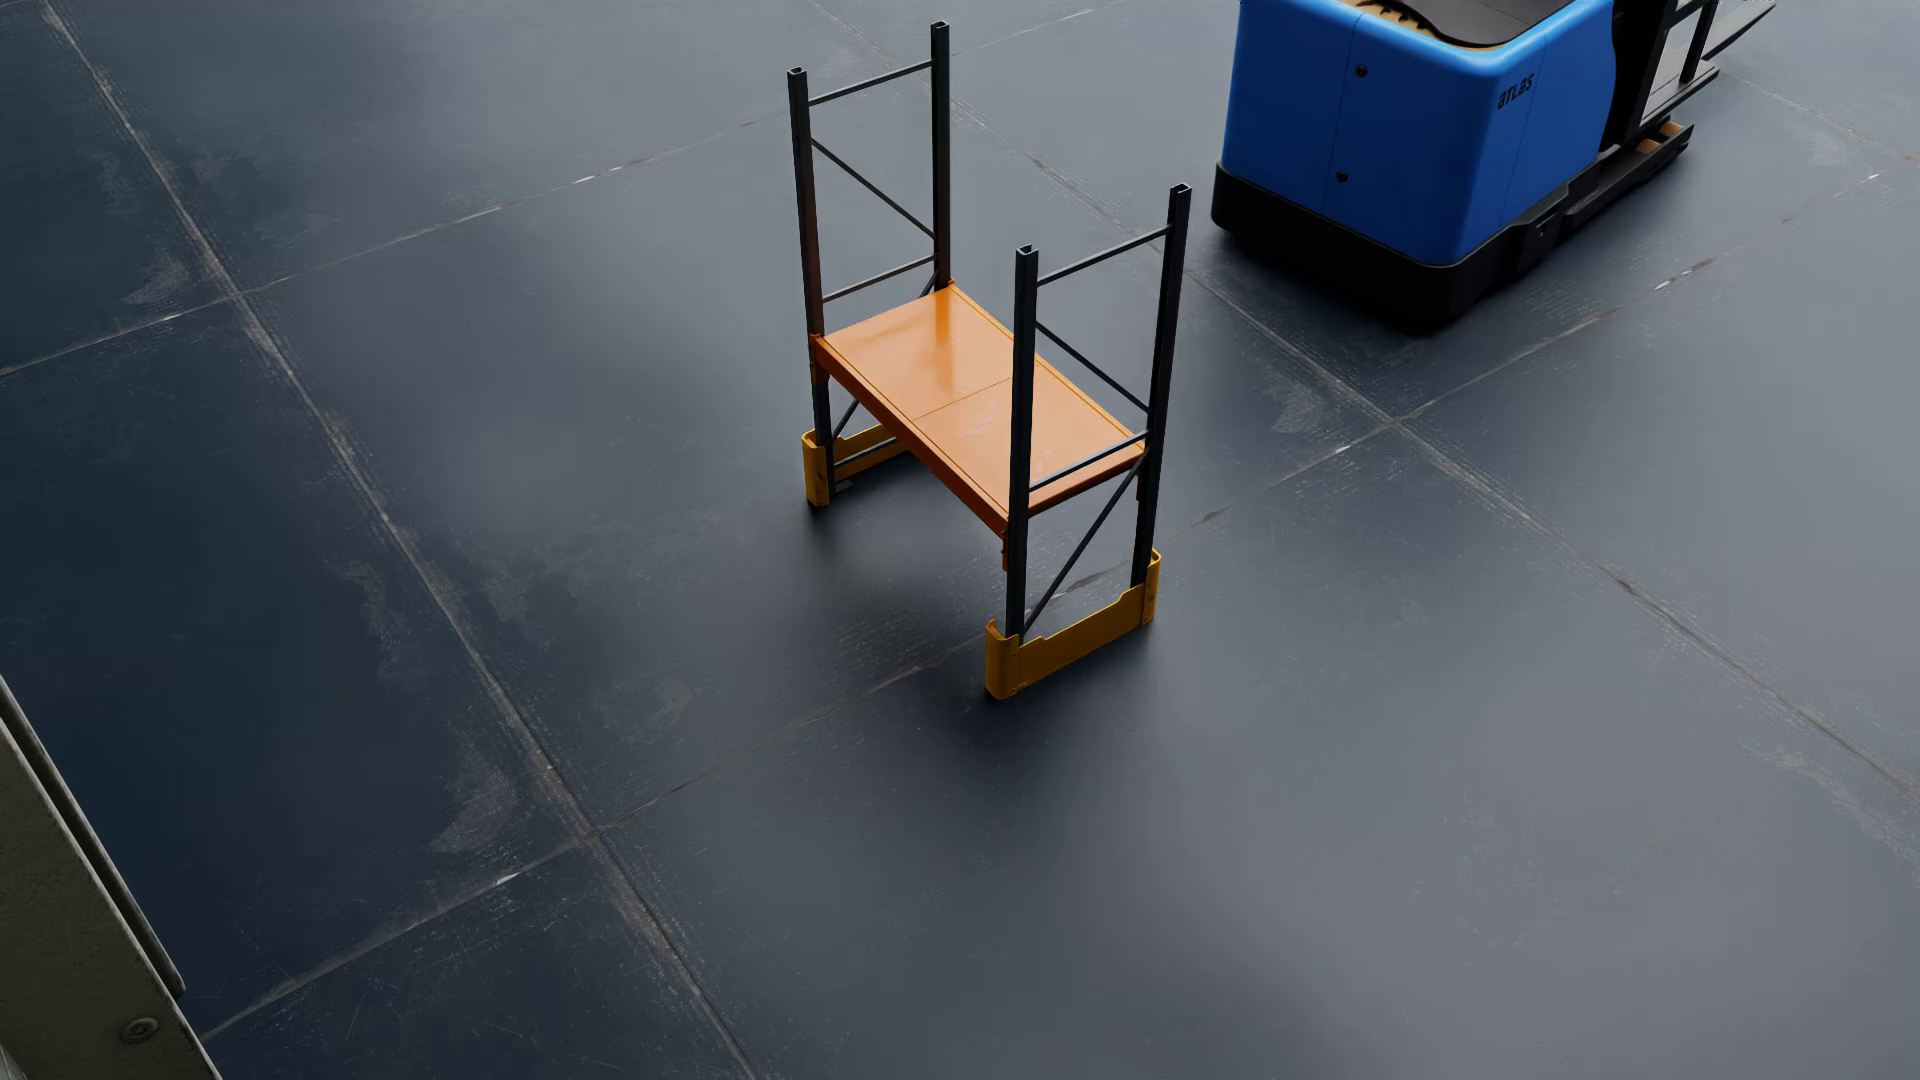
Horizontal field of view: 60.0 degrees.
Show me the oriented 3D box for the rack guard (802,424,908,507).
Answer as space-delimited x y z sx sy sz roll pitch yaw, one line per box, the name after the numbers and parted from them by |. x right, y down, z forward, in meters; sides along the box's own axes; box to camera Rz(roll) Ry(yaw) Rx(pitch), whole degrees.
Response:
-0.241 -0.329 5.414 0.587 0.250 0.087 -26 49 -24 | rack guard

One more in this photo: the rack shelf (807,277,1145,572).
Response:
0.049 -0.364 4.806 0.538 0.185 1.000 -26 49 -24 | rack shelf

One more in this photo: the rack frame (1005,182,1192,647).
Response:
0.340 -0.206 4.380 0.500 1.500 0.032 -26 49 -24 | rack frame

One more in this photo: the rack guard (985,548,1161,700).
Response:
0.328 0.235 4.823 0.587 0.250 0.087 -26 49 -24 | rack guard

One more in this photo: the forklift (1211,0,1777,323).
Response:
2.369 -2.750 6.008 1.130 2.935 3.031 34 53 31 | forklift

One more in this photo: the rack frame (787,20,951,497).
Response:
-0.242 -0.782 4.983 0.500 1.500 0.032 -26 49 -24 | rack frame

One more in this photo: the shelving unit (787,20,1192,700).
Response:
0.044 -0.499 4.687 0.587 1.500 1.083 -26 49 -24 | shelving unit

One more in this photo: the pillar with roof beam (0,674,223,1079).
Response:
1.583 -3.706 2.615 9.100 9.000 0.400 -26 49 -24 | pillar with roof beam
